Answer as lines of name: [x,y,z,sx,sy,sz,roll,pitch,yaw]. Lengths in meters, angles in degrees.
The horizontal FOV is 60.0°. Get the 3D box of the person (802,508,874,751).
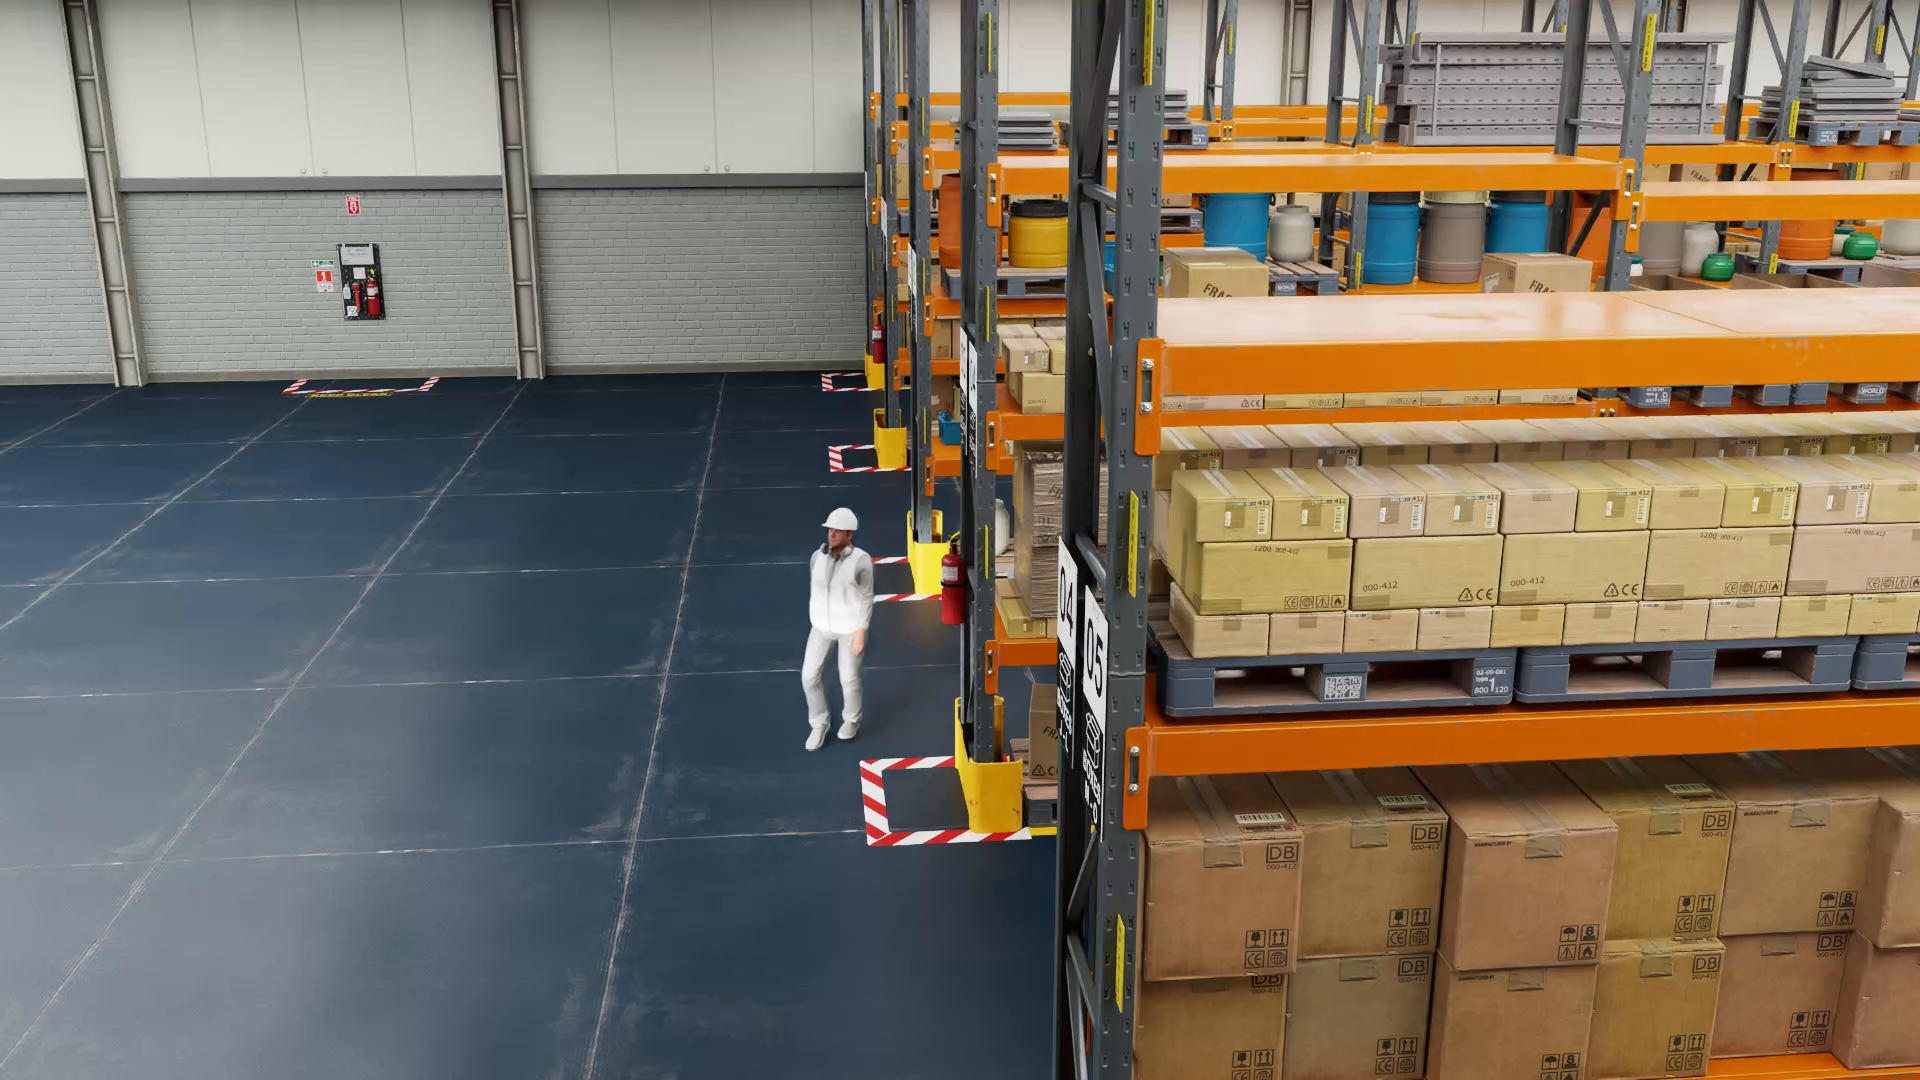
person: [-0.887,0.658,12.178,0.542,1.808,0.529,6,18,19]
